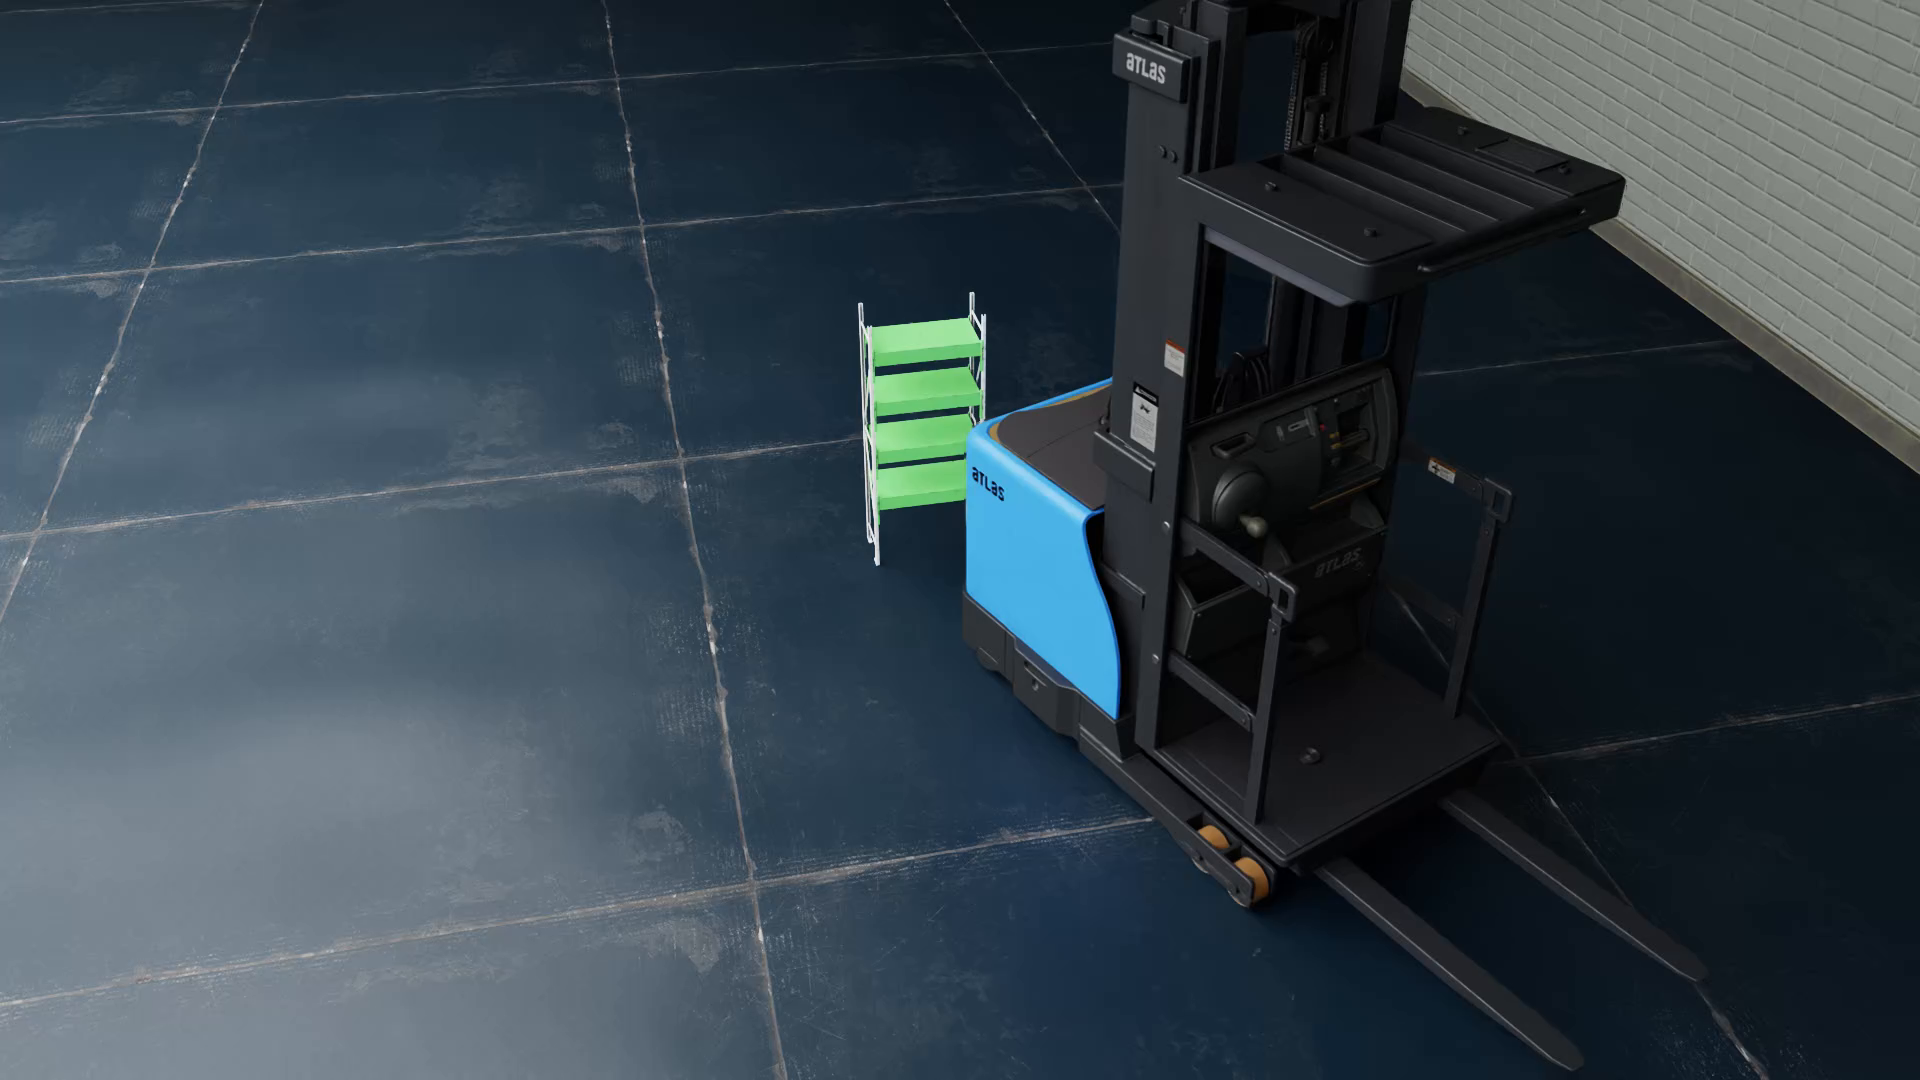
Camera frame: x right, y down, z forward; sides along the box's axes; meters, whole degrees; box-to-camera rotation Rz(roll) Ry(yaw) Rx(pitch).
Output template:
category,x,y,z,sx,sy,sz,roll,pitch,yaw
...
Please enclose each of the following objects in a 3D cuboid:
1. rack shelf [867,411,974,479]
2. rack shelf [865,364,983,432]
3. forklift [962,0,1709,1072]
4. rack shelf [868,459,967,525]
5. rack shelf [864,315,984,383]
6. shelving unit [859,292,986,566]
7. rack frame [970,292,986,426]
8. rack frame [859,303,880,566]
category,x,y,z,sx,sy,sz,roll,pitch,yaw
rack shelf,-0.161,-0.425,7.421,0.480,0.148,0.258,-7,35,-11
rack shelf,-0.161,-0.624,7.287,0.480,0.148,0.258,-7,35,-11
forklift,1.257,-0.241,5.479,1.130,2.935,3.031,-21,39,-28
rack shelf,-0.161,-0.226,7.555,0.480,0.148,0.258,-7,35,-11
rack shelf,-0.161,-0.823,7.154,0.480,0.148,0.258,-7,35,-11
shelving unit,-0.161,-0.478,7.385,0.503,1.200,0.258,-7,35,-11
rack frame,0.077,-0.508,7.430,0.015,1.200,0.240,-7,35,-11
rack frame,-0.399,-0.448,7.341,0.015,1.200,0.240,-7,35,-11
